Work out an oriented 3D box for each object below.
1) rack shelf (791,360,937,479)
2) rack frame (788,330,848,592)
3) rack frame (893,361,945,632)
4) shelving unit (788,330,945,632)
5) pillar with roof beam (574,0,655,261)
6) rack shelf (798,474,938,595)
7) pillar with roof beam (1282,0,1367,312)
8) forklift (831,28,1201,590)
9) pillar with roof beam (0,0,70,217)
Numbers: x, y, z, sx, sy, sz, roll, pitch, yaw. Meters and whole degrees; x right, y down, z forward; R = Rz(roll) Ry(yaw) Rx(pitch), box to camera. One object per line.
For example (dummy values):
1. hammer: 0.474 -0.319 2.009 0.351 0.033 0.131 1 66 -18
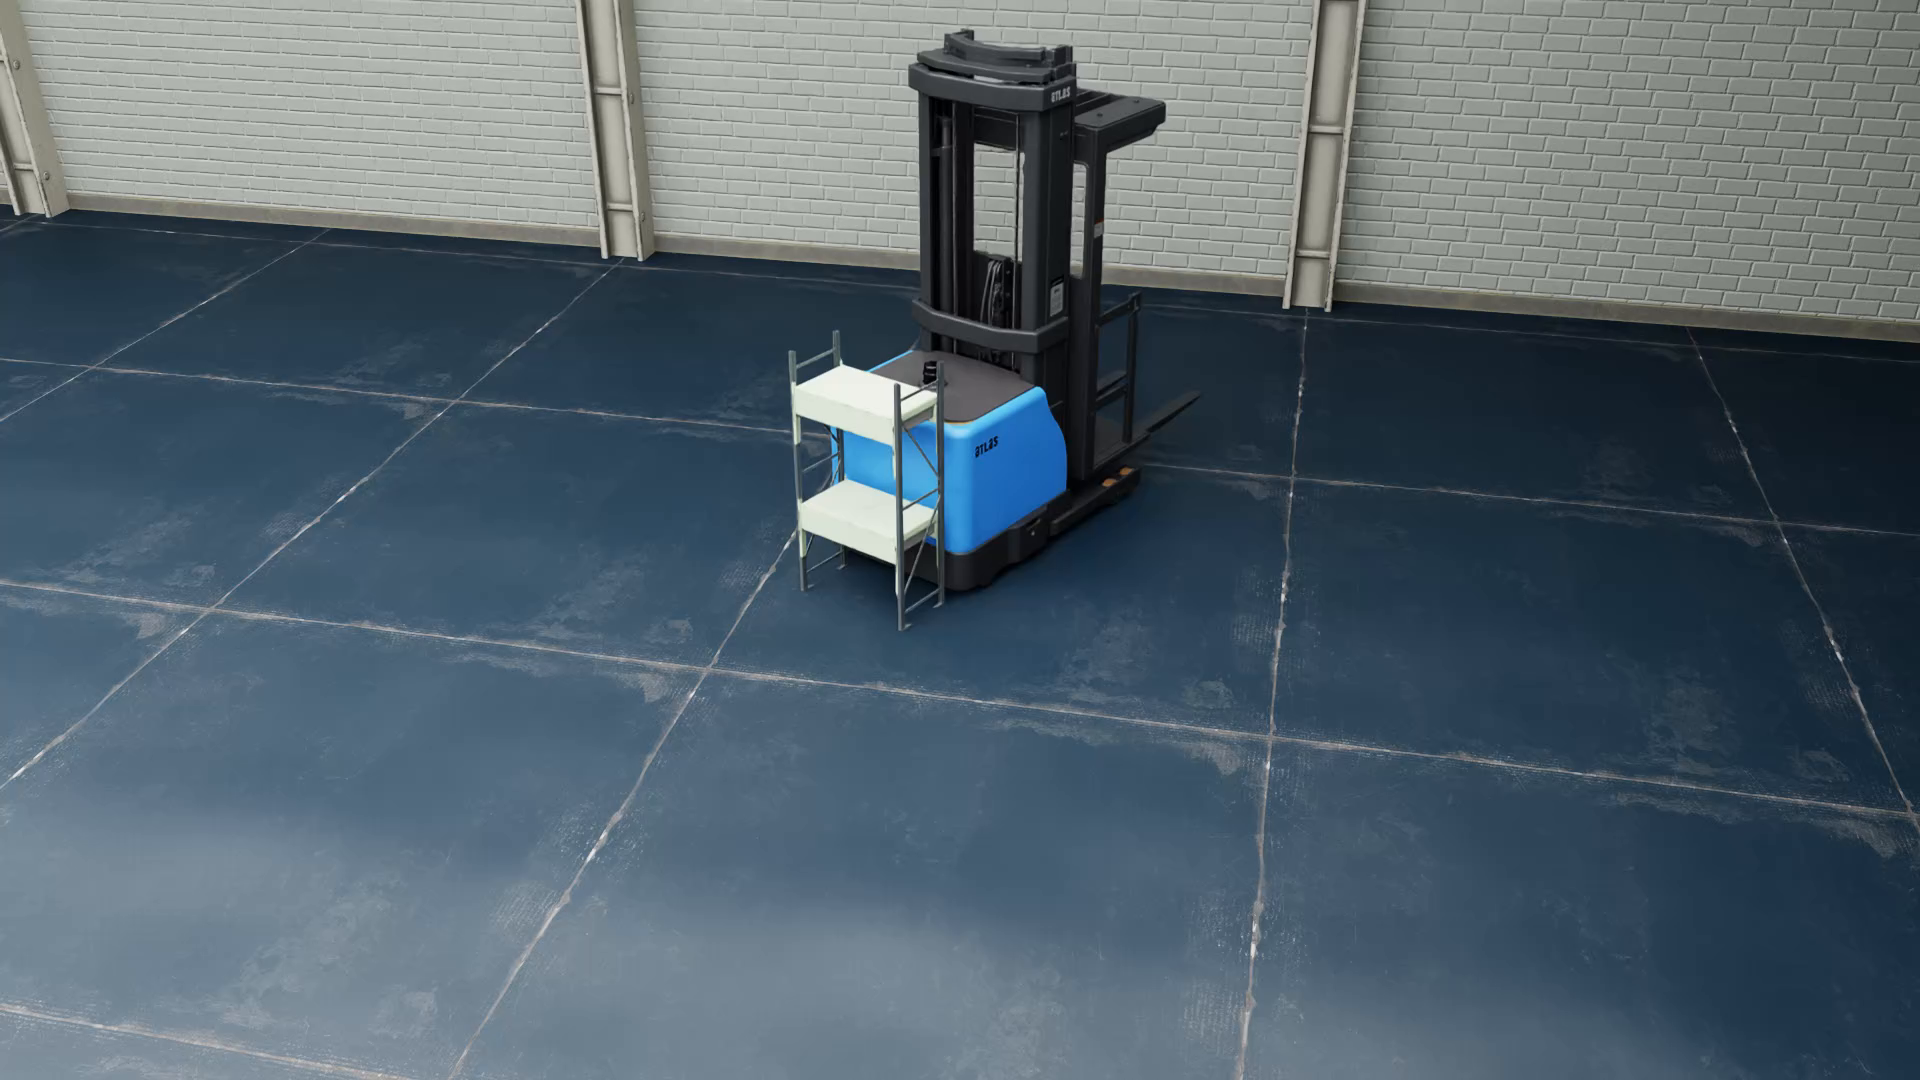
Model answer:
1. rack shelf: -0.507 -0.669 9.098 0.720 0.370 0.431 20 34 32
2. rack frame: -0.799 -0.433 9.479 0.023 1.500 0.400 20 34 32
3. rack frame: -0.215 -0.221 9.092 0.023 1.500 0.400 20 34 32
4. shelving unit: -0.507 -0.327 9.285 0.755 1.500 0.431 20 34 32
5. pillar with roof beam: -3.873 -4.496 9.092 0.400 9.000 9.100 6 29 11
6. rack shelf: -0.507 -0.041 9.442 0.720 0.370 0.431 20 34 32
7. pillar with roof beam: 1.994 -3.895 7.993 0.400 9.000 9.100 6 29 11
8. forklift: 0.517 -1.643 10.199 1.130 2.935 3.031 20 34 32
9. pillar with roof beam: -9.741 -5.098 10.191 0.400 9.000 9.100 6 29 11
